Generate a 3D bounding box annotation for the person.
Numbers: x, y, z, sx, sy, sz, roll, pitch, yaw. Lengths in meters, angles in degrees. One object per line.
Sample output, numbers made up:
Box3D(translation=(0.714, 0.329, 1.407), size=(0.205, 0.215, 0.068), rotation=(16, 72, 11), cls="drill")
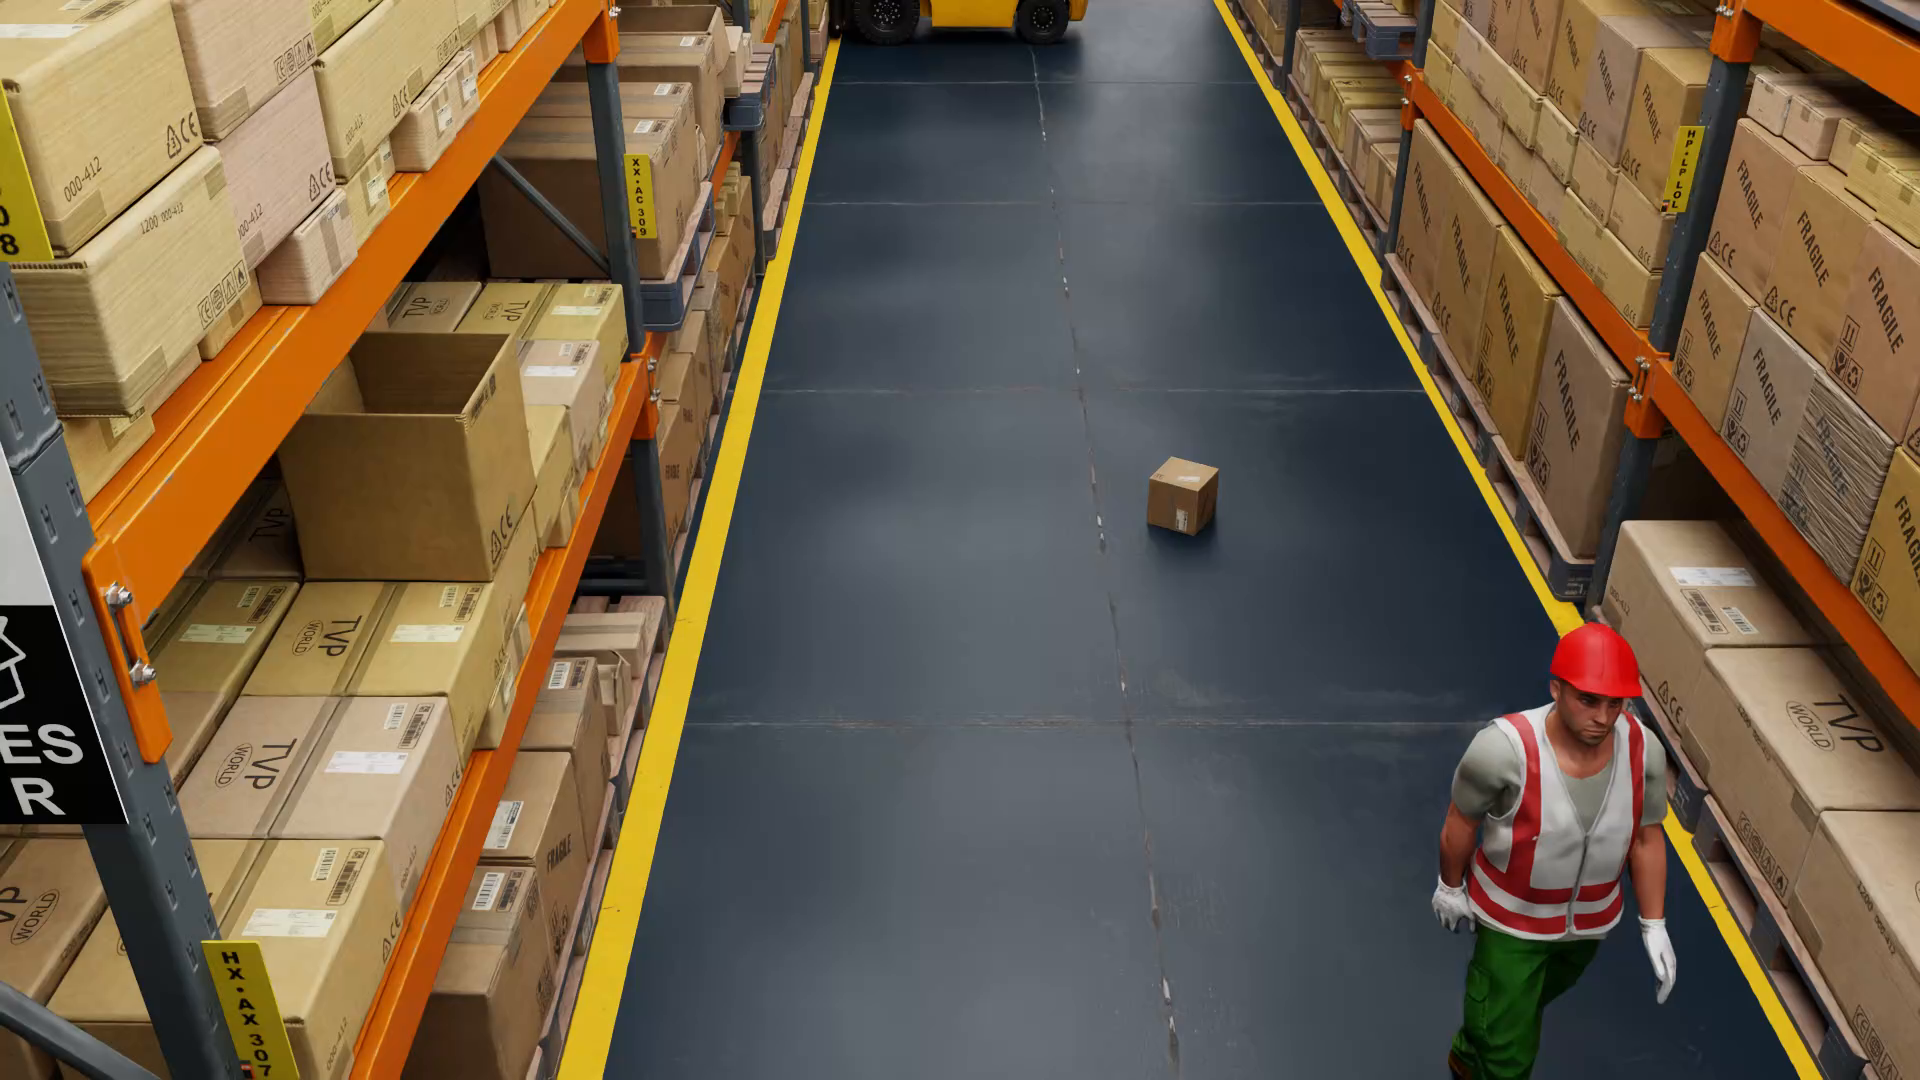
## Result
Box3D(translation=(1.576, 1.051, 4.366), size=(0.539, 1.796, 0.794), rotation=(-5, 32, -8), cls="person")
